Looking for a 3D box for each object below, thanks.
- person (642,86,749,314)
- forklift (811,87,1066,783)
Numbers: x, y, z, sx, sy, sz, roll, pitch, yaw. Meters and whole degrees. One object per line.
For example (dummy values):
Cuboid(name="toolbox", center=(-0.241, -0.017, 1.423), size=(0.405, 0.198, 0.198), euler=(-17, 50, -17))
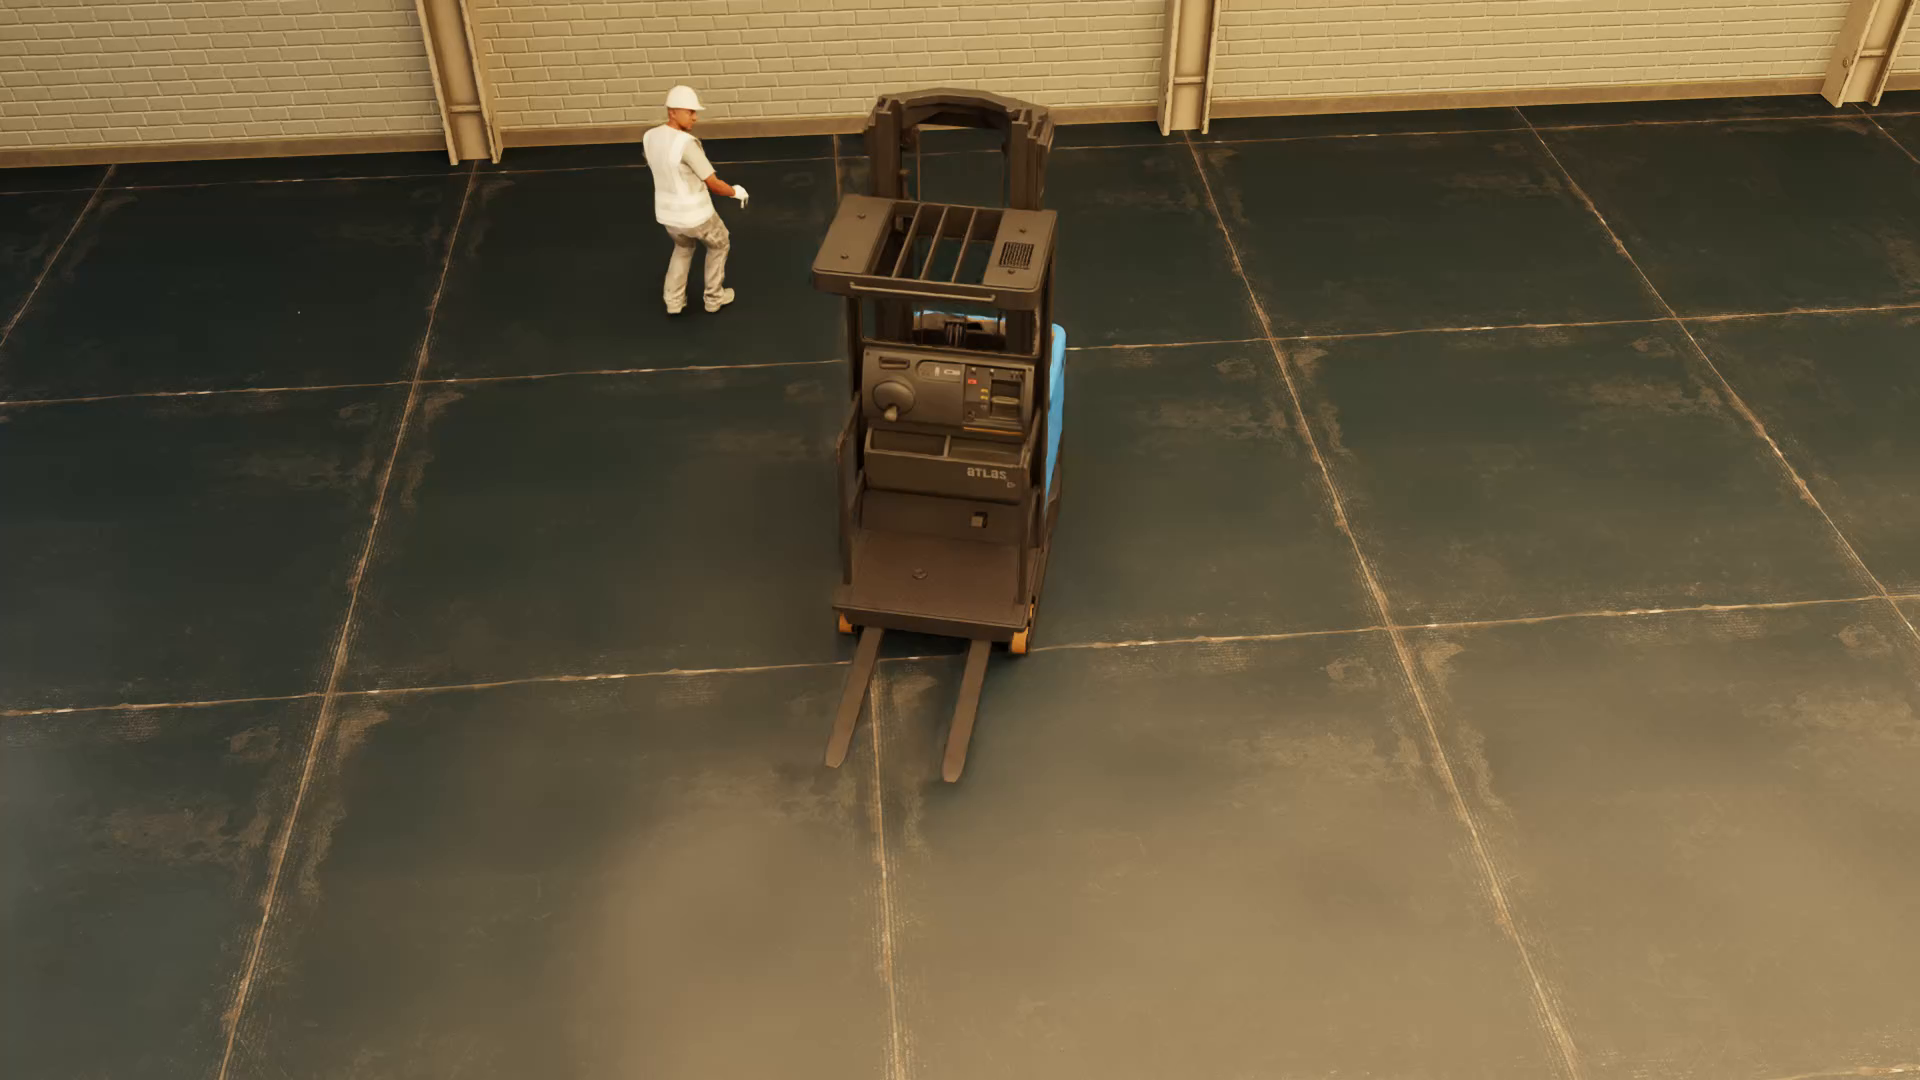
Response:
Cuboid(name="person", center=(-1.857, -2.374, 11.686), size=(0.808, 1.720, 0.692), euler=(22, 45, 24))
Cuboid(name="forklift", center=(-0.100, -0.723, 8.783), size=(1.130, 2.935, 3.031), euler=(6, 41, 7))
